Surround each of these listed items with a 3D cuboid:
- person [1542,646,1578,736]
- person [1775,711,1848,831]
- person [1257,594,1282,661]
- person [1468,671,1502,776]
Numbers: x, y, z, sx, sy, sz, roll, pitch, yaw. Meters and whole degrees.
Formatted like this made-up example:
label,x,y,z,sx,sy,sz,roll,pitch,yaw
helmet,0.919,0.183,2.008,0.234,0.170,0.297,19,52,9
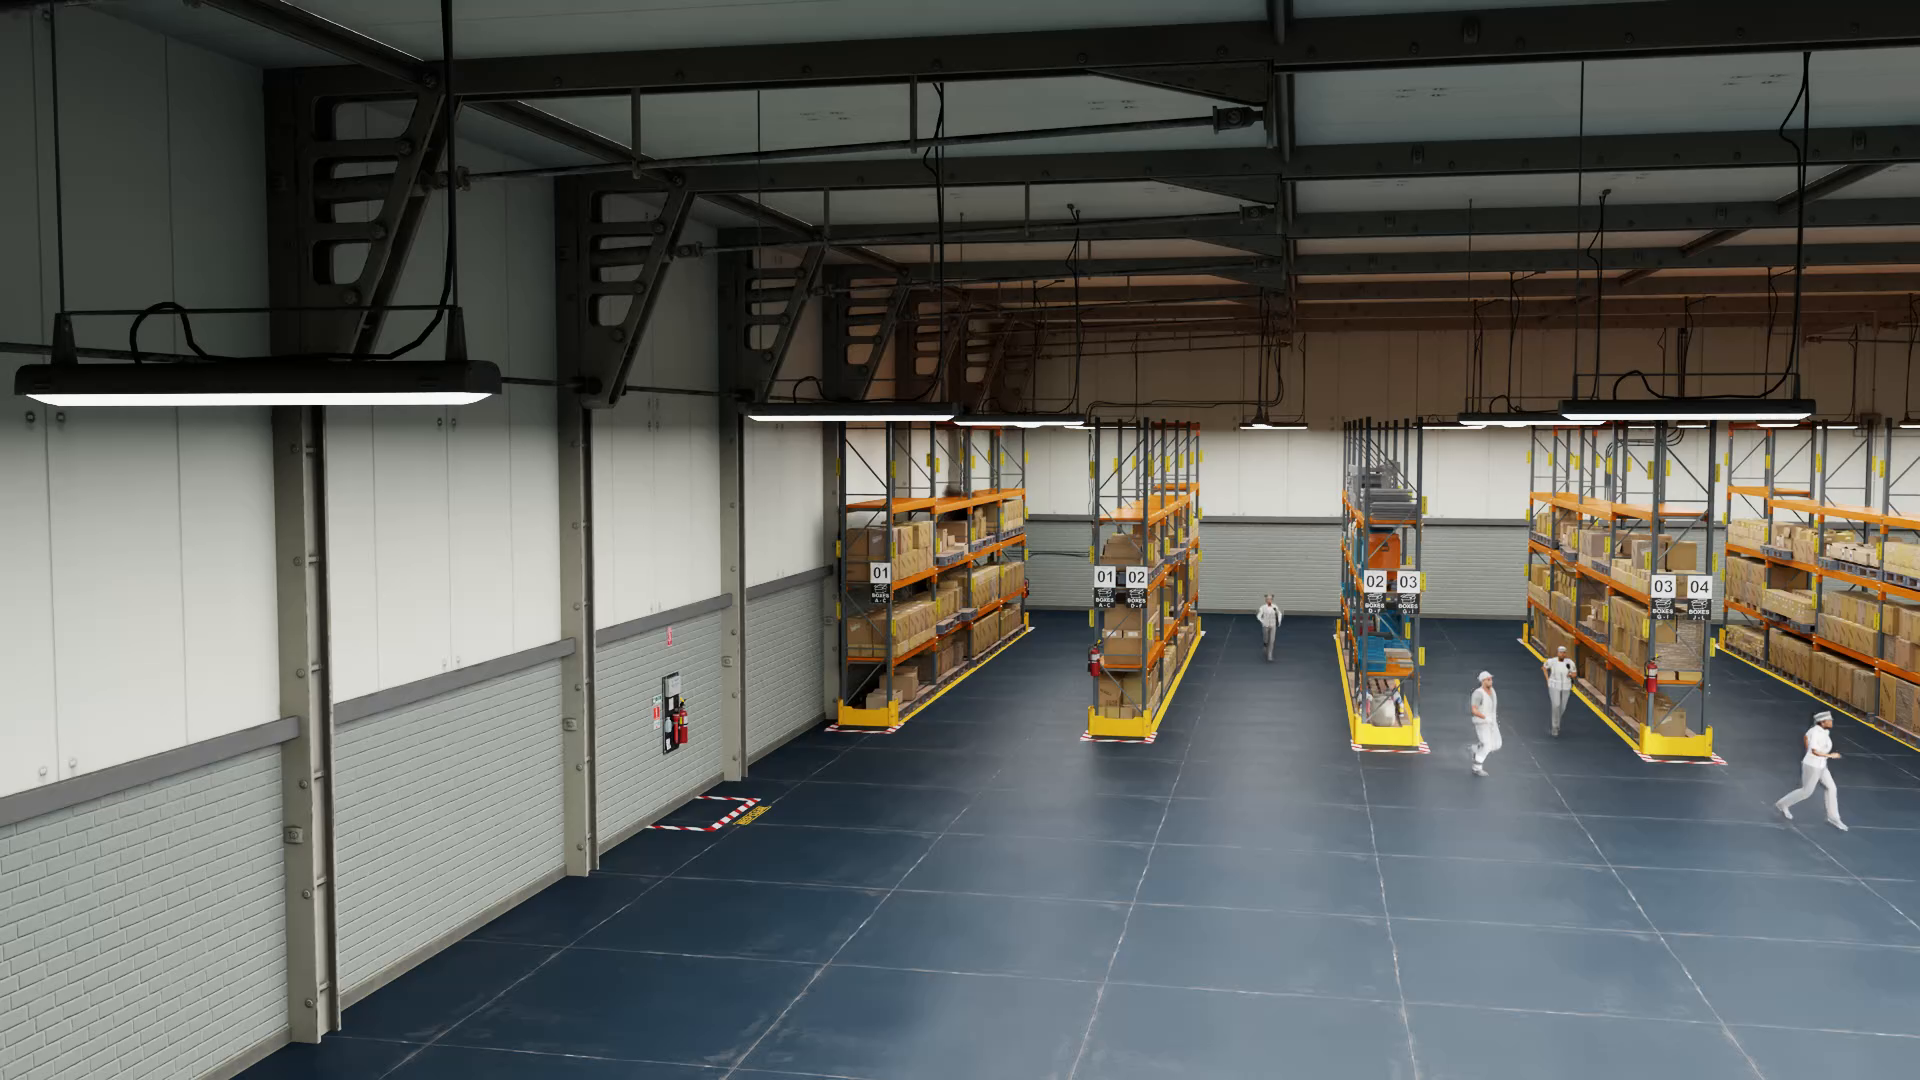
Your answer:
label,x,y,z,sx,sy,sz,roll,pitch,yaw
person,11.416,2.861,31.639,0.580,1.717,0.783,0,4,4
person,12.404,3.315,24.180,0.968,1.715,0.600,3,5,36
person,7.812,2.177,41.905,0.632,1.661,0.861,0,4,5
person,8.766,3.056,27.752,0.690,1.744,0.665,-3,5,-38
